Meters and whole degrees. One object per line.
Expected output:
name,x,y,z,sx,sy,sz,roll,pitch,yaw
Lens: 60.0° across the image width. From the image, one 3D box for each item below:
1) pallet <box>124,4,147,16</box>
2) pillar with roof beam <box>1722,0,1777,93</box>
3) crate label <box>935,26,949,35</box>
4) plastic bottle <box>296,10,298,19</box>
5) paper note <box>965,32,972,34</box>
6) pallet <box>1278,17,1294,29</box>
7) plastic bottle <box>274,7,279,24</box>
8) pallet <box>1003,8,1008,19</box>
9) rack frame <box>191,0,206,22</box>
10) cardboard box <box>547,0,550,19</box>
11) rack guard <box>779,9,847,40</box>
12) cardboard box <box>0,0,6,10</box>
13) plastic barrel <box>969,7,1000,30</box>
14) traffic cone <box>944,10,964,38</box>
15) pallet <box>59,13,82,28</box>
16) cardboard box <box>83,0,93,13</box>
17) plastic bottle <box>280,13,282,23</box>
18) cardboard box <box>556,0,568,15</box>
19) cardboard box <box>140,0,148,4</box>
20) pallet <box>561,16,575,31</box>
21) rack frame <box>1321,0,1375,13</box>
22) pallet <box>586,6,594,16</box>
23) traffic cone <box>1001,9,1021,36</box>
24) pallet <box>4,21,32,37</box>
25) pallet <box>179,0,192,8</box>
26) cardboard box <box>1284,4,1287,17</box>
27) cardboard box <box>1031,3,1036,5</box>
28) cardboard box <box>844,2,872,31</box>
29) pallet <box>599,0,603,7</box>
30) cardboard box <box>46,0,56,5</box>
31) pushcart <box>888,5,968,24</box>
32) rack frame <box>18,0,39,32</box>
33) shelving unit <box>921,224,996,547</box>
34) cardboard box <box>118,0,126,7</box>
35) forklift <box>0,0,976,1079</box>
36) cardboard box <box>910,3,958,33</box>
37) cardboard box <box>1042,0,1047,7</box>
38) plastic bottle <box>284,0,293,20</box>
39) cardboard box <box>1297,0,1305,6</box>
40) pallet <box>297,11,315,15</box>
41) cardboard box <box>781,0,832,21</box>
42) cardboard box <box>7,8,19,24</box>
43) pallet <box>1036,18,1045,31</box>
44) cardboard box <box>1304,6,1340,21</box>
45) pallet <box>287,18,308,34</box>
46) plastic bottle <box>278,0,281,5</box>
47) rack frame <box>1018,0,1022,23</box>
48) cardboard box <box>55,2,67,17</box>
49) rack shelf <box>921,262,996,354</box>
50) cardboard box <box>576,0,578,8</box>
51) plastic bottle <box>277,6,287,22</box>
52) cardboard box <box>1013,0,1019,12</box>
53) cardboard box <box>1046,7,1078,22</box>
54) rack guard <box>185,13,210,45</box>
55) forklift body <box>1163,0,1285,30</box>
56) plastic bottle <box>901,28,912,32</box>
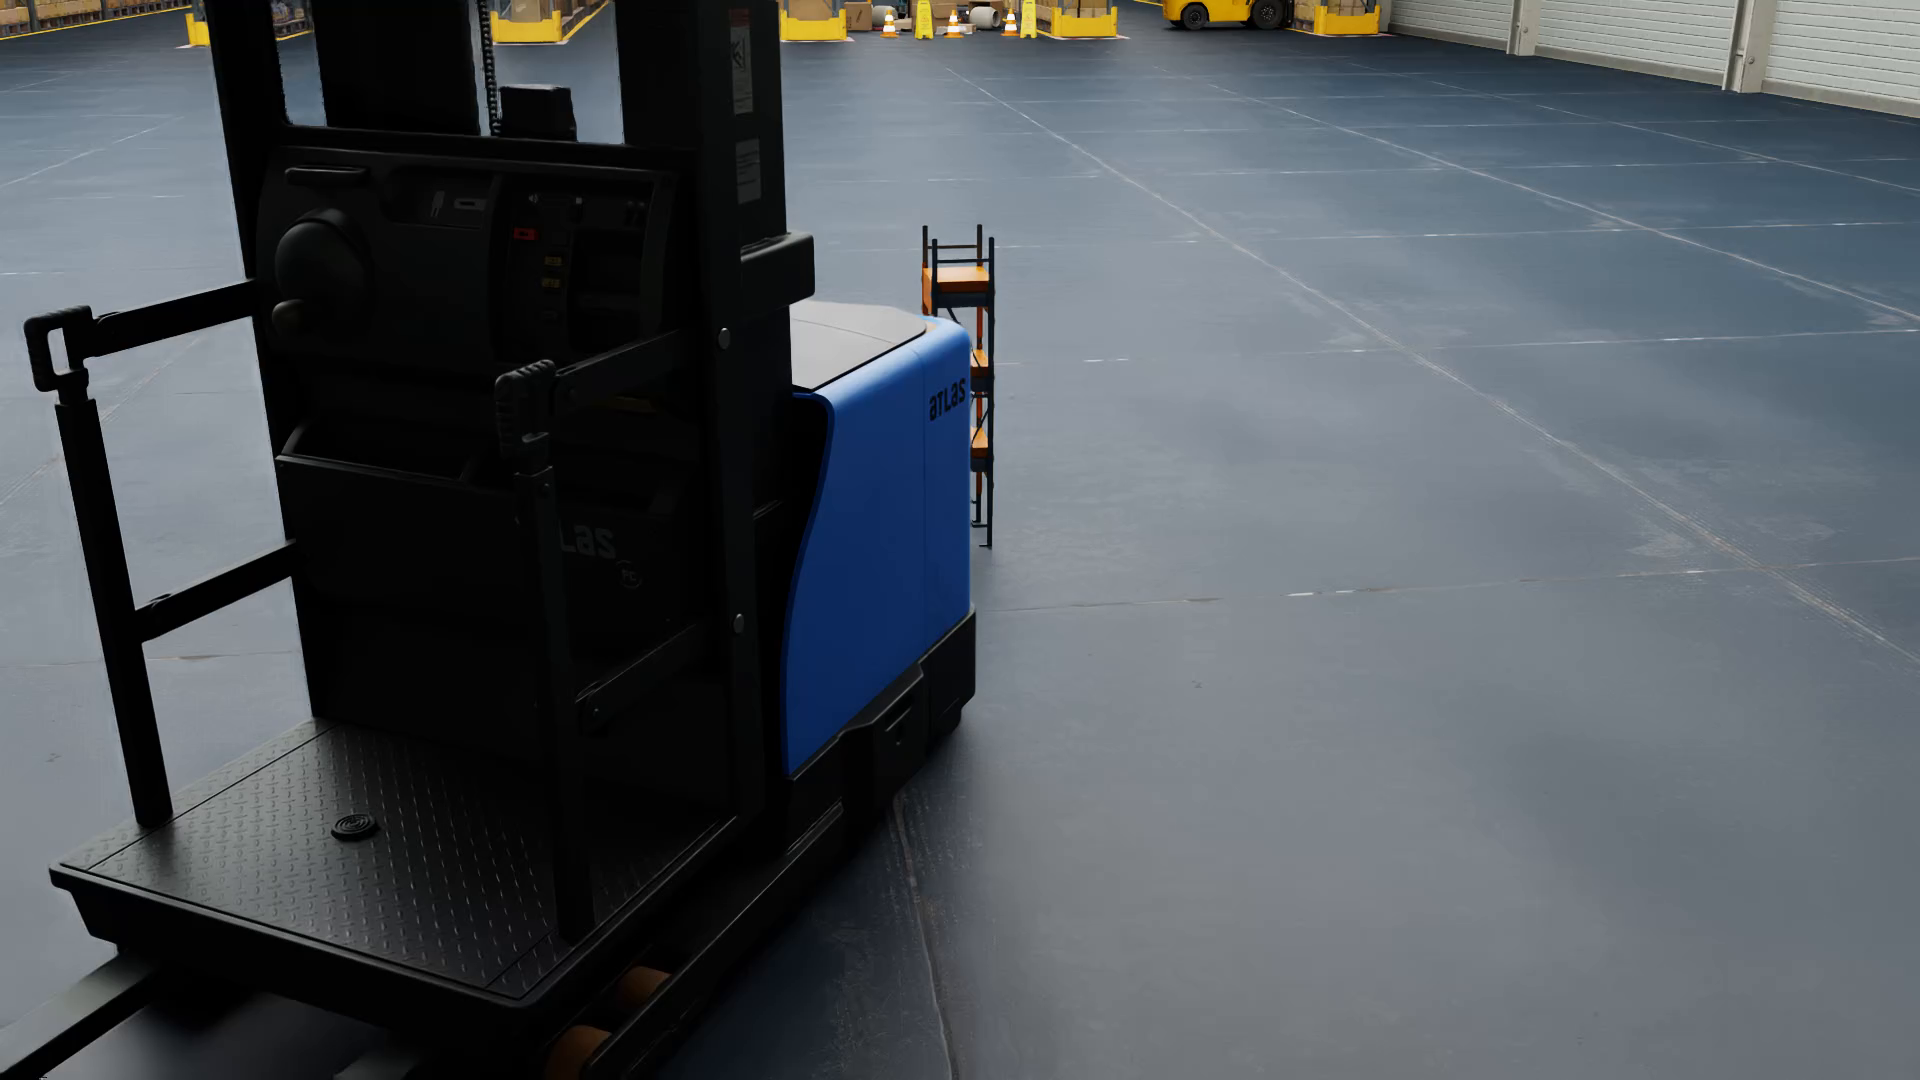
pallet,-18.732,-11.742,36.852,1.003,0.211,1.213,-3,21,-8
pillar with roof beam,5.446,-9.571,18.481,9.100,9.000,0.400,-3,21,-8
crate label,-0.289,-9.433,30.775,0.250,0.136,0.298,-15,25,-35
plastic bottle,-12.650,-10.015,31.614,0.097,0.201,0.097,0,20,0
paper note,0.167,-9.430,30.922,0.148,0.019,0.142,-11,23,-26
pallet,6.860,-10.224,32.788,1.003,0.211,1.213,-3,21,-8
plastic bottle,-12.402,-9.501,30.121,0.061,0.283,0.133,-3,21,-7
pallet,1.404,-11.366,35.846,1.003,0.211,1.213,-3,21,-8
rack frame,-12.434,-9.845,27.788,1.000,3.000,0.127,-3,21,-8
cardboard box,-7.727,-9.543,29.951,0.500,0.500,0.500,2,21,6
rack guard,-2.607,-9.130,29.448,1.175,0.500,0.348,-3,21,-8
cardboard box,-17.494,-9.745,29.778,0.500,0.500,0.500,-3,21,-8
plastic barrel,0.478,-10.026,31.956,0.512,0.421,0.421,12,24,30
traffic cone,-0.114,-9.316,29.998,0.336,0.463,0.334,-3,21,-8
pallet,-18.237,-10.351,33.129,1.003,0.211,1.213,-3,21,-8
cardboard box,-18.095,-10.927,34.014,0.500,0.250,0.500,-3,21,-8
plastic bottle,-12.465,-9.571,30.425,0.097,0.201,0.097,0,20,0
cardboard box,-8.177,-10.728,33.097,0.700,0.500,0.500,-5,21,-12
cardboard box,-18.577,-12.285,37.264,0.500,0.500,0.500,-3,21,-7
pallet,-7.978,-9.942,32.035,1.003,0.211,1.213,-3,21,-8
rack frame,7.185,-10.846,30.469,1.000,3.000,0.127,-3,21,-8
pallet,-8.725,-11.835,37.102,1.003,0.211,1.213,-3,21,-8
traffic cone,0.935,-9.490,30.463,0.336,0.463,0.334,-3,21,-8
pallet,-17.840,-9.397,30.575,1.003,0.211,1.213,-3,21,-8
pallet,-19.343,-13.106,40.504,1.003,0.211,1.213,-3,21,-8
cardboard box,6.582,-10.426,32.675,0.500,0.250,0.500,-2,21,-6
cardboard box,1.682,-10.302,32.342,0.500,0.250,0.500,-3,21,-8
cardboard box,-1.948,-10.039,31.877,0.500,0.500,0.500,1,20,2
pallet,-9.295,-13.210,40.784,1.003,0.211,1.213,-3,21,-8
cardboard box,-17.793,-10.482,32.021,0.500,0.311,0.500,-3,21,-8
pushcart,-0.552,-10.619,33.607,1.648,0.377,0.936,-11,23,-26
rack frame,-17.913,-10.981,30.830,1.000,3.000,0.127,-3,21,-8
shelving unit,-0.008,-0.510,5.582,0.215,1.050,0.252,-3,21,-8
cardboard box,-18.354,-11.754,35.844,0.500,0.500,0.500,-4,21,-10
forklift,-1.009,-0.510,2.894,1.130,2.935,3.031,9,22,22
cardboard box,-0.485,-9.905,31.518,0.637,0.503,0.797,17,27,39
cardboard box,1.821,-10.299,31.262,0.500,0.500,0.500,-2,21,-6
plastic bottle,-12.605,-9.920,31.146,0.144,0.351,0.185,-4,21,-10
cardboard box,6.744,-10.316,31.664,0.500,0.250,0.500,-3,21,-8
pallet,-13.342,-10.617,33.840,1.003,0.211,1.213,-3,21,-8
cardboard box,-2.773,-9.743,29.951,0.875,0.875,0.875,-3,21,-7
cardboard box,-17.568,-9.567,30.373,0.500,0.250,0.500,-3,21,-8
pallet,2.008,-10.019,32.239,1.003,0.211,1.213,-3,21,-8
cardboard box,6.804,-9.901,31.269,0.500,0.250,0.500,-3,21,-7
pallet,-12.955,-9.689,31.355,1.003,0.211,1.213,-3,21,-8
plastic bottle,-12.776,-9.979,31.305,0.144,0.351,0.185,-3,21,-8
rack frame,1.697,-11.979,33.503,1.000,3.000,0.127,-3,21,-8
cardboard box,-17.876,-10.398,32.599,0.500,0.250,0.500,-4,21,-9
rack shelf,-0.008,-0.766,5.486,0.215,0.259,0.240,-3,21,-8
cardboard box,-8.570,-11.669,35.615,0.700,0.500,0.500,-4,21,-11
plastic bottle,-12.539,-9.717,30.709,0.152,0.276,0.135,-3,21,-7
cardboard box,1.619,-11.127,34.375,0.950,0.372,0.625,-3,21,-7
cardboard box,1.887,-9.778,30.938,0.500,0.250,0.500,-3,21,-8
rack guard,-12.492,-8.698,28.289,1.175,0.500,0.348,-3,21,-8
forklift body,5.106,-11.013,32.129,2.313,2.155,1.214,-3,21,-8
plastic bottle,-1.033,-9.662,31.498,0.133,0.061,0.283,-11,23,-26
